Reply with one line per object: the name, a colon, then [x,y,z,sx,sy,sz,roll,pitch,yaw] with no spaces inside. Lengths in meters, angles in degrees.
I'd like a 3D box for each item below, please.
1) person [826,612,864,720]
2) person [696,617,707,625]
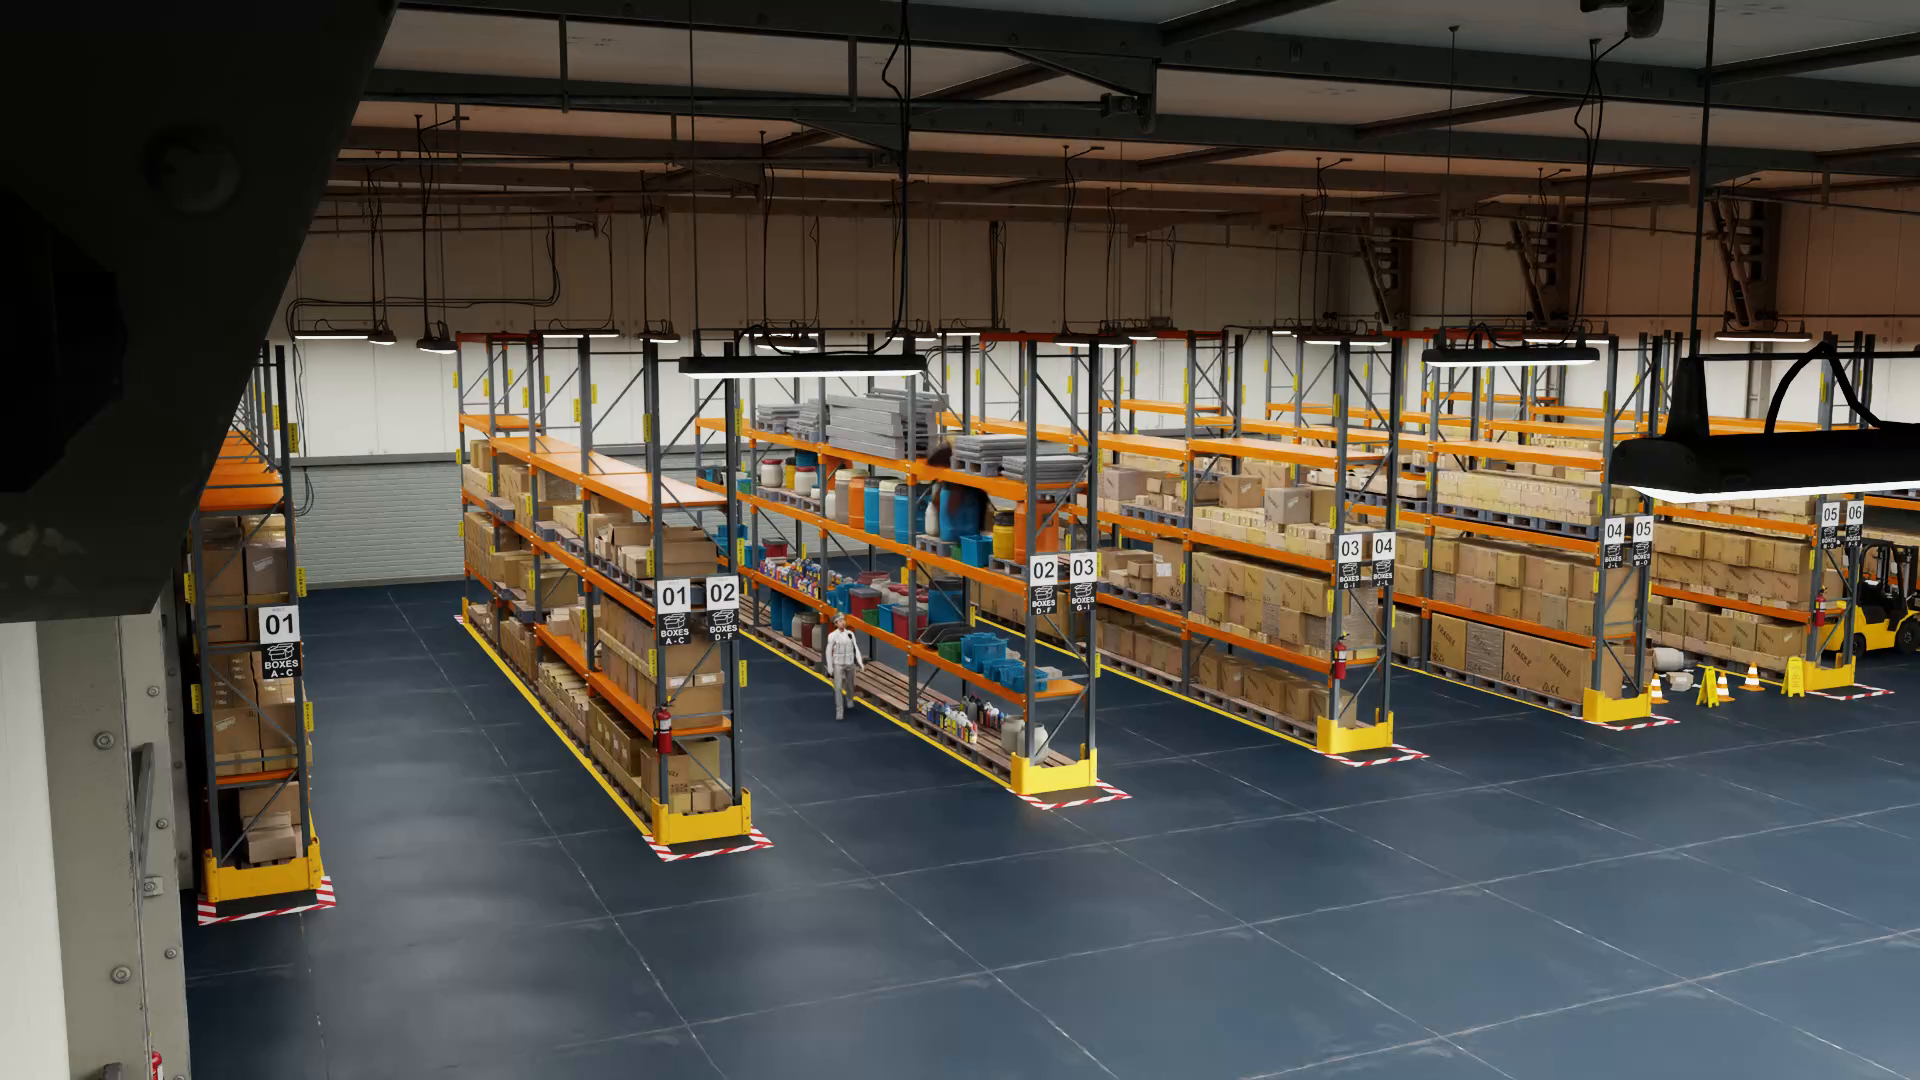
person: [-1.830,1.963,26.373,0.599,1.637,0.986,-1,8,-4]
person: [-4.724,1.531,29.224,0.677,1.725,1.129,-5,9,-32]
